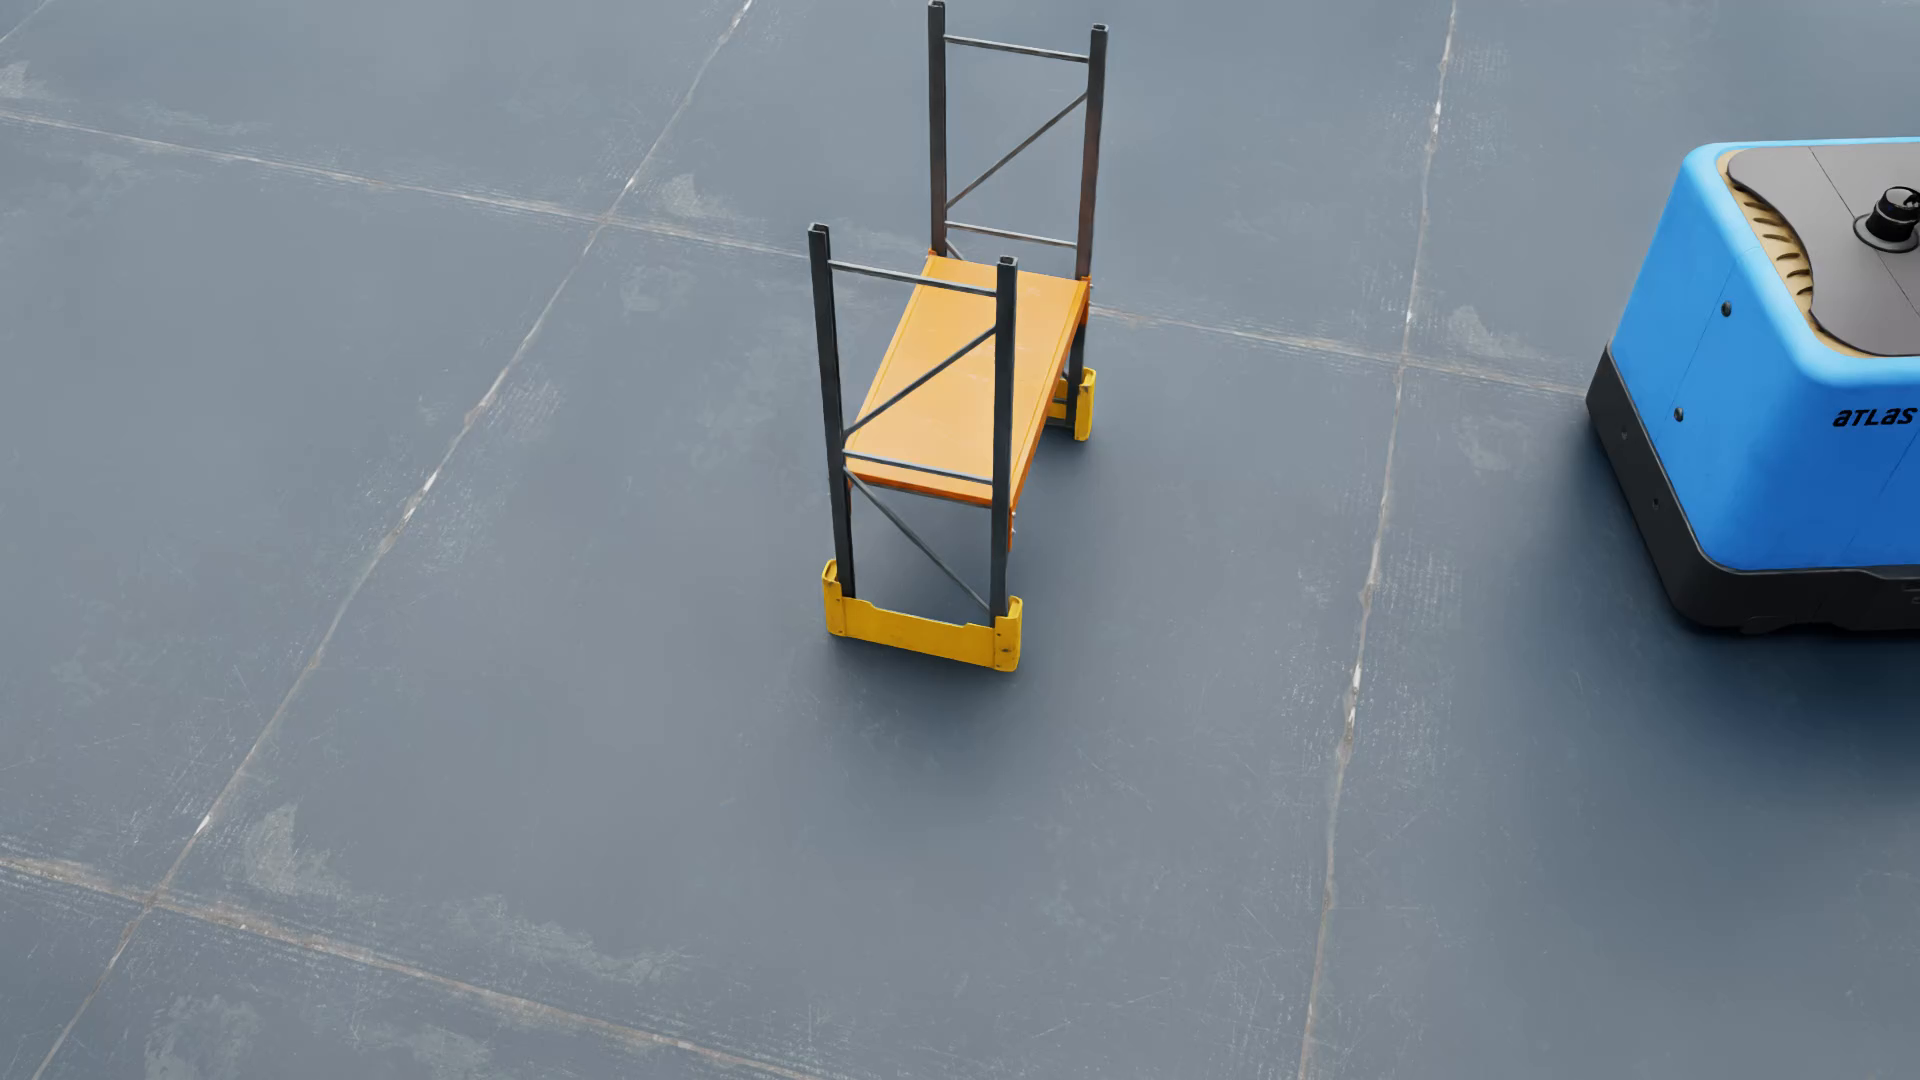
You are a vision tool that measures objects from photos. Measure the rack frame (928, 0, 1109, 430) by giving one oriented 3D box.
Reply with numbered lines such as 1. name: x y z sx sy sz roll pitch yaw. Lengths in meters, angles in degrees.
1. rack frame: 0.156 -0.926 5.067 0.500 1.500 0.032 12 50 10

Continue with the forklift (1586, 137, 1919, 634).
1. forklift: 3.625 -1.113 4.278 3.031 2.935 1.130 -2 49 -2

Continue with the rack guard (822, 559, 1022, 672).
1. rack guard: -0.111 0.222 4.887 0.587 0.250 0.087 12 50 10

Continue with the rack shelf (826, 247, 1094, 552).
1. rack shelf: 0.022 -0.439 4.877 0.538 0.185 1.000 12 50 10

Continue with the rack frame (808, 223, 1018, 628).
1. rack frame: -0.111 -0.190 4.418 0.500 1.500 0.032 12 50 10

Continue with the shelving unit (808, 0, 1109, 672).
1. shelving unit: 0.020 -0.551 4.736 0.587 1.500 1.083 12 50 10

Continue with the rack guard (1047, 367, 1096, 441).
1. rack guard: 0.151 -0.498 5.523 0.587 0.250 0.087 12 50 10
